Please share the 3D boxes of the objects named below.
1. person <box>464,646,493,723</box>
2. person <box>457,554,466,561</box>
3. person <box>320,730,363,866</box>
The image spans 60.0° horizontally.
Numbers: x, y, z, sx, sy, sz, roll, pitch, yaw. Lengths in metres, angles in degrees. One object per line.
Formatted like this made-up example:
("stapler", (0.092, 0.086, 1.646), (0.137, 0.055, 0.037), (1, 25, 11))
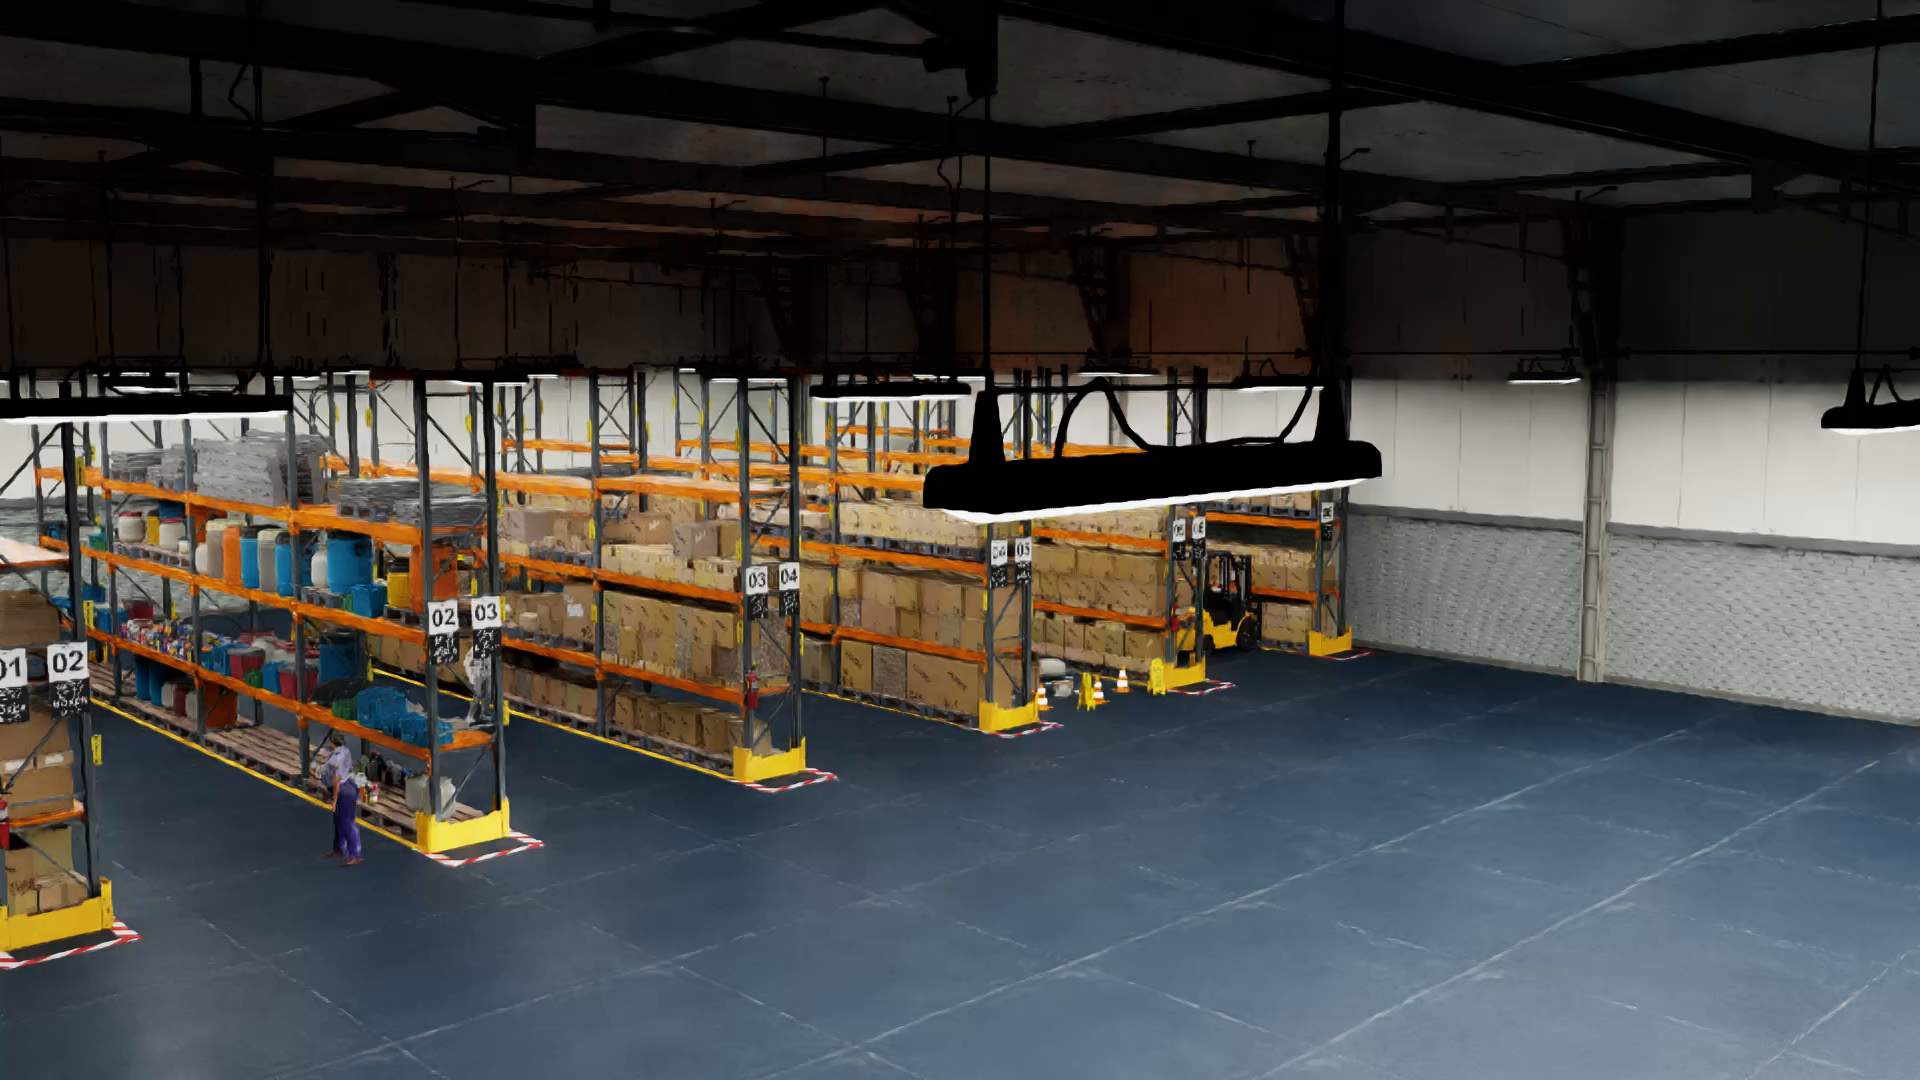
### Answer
("person", (-8.185, 2.318, 28.479), (0.512, 1.632, 0.639), (6, 9, 44))
("person", (-11.561, 1.146, 38.432), (0.577, 1.691, 1.121), (-6, 9, -42))
("person", (-7.718, 3.193, 20.662), (0.541, 1.611, 0.600), (-1, 7, -13))
